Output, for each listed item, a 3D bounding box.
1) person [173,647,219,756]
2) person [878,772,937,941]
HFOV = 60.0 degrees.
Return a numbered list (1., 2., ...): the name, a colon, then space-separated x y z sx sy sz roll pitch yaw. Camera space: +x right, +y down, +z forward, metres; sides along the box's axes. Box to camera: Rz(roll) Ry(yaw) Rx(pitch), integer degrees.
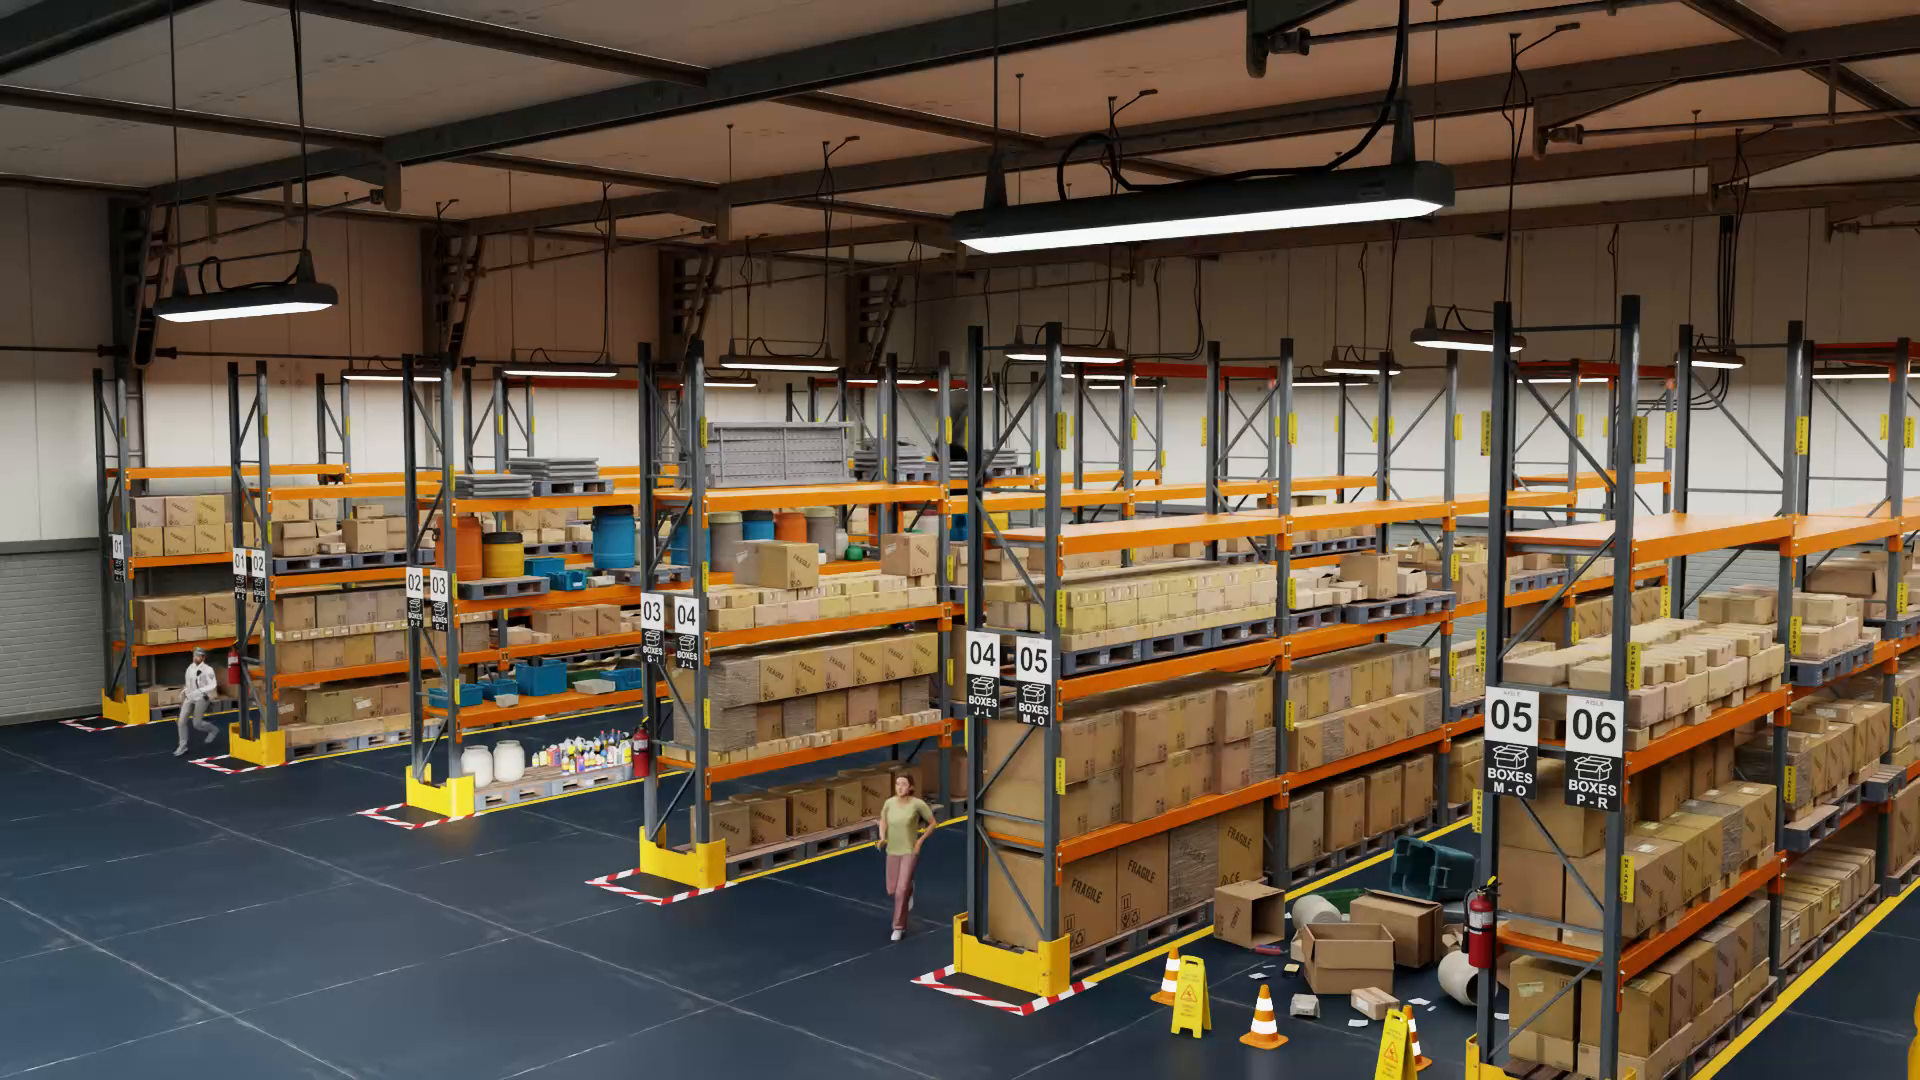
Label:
1. person: -11.746 2.466 25.715 0.653 1.681 0.808 2 4 20
2. person: -0.537 3.136 16.700 0.588 1.643 0.694 1 4 17
